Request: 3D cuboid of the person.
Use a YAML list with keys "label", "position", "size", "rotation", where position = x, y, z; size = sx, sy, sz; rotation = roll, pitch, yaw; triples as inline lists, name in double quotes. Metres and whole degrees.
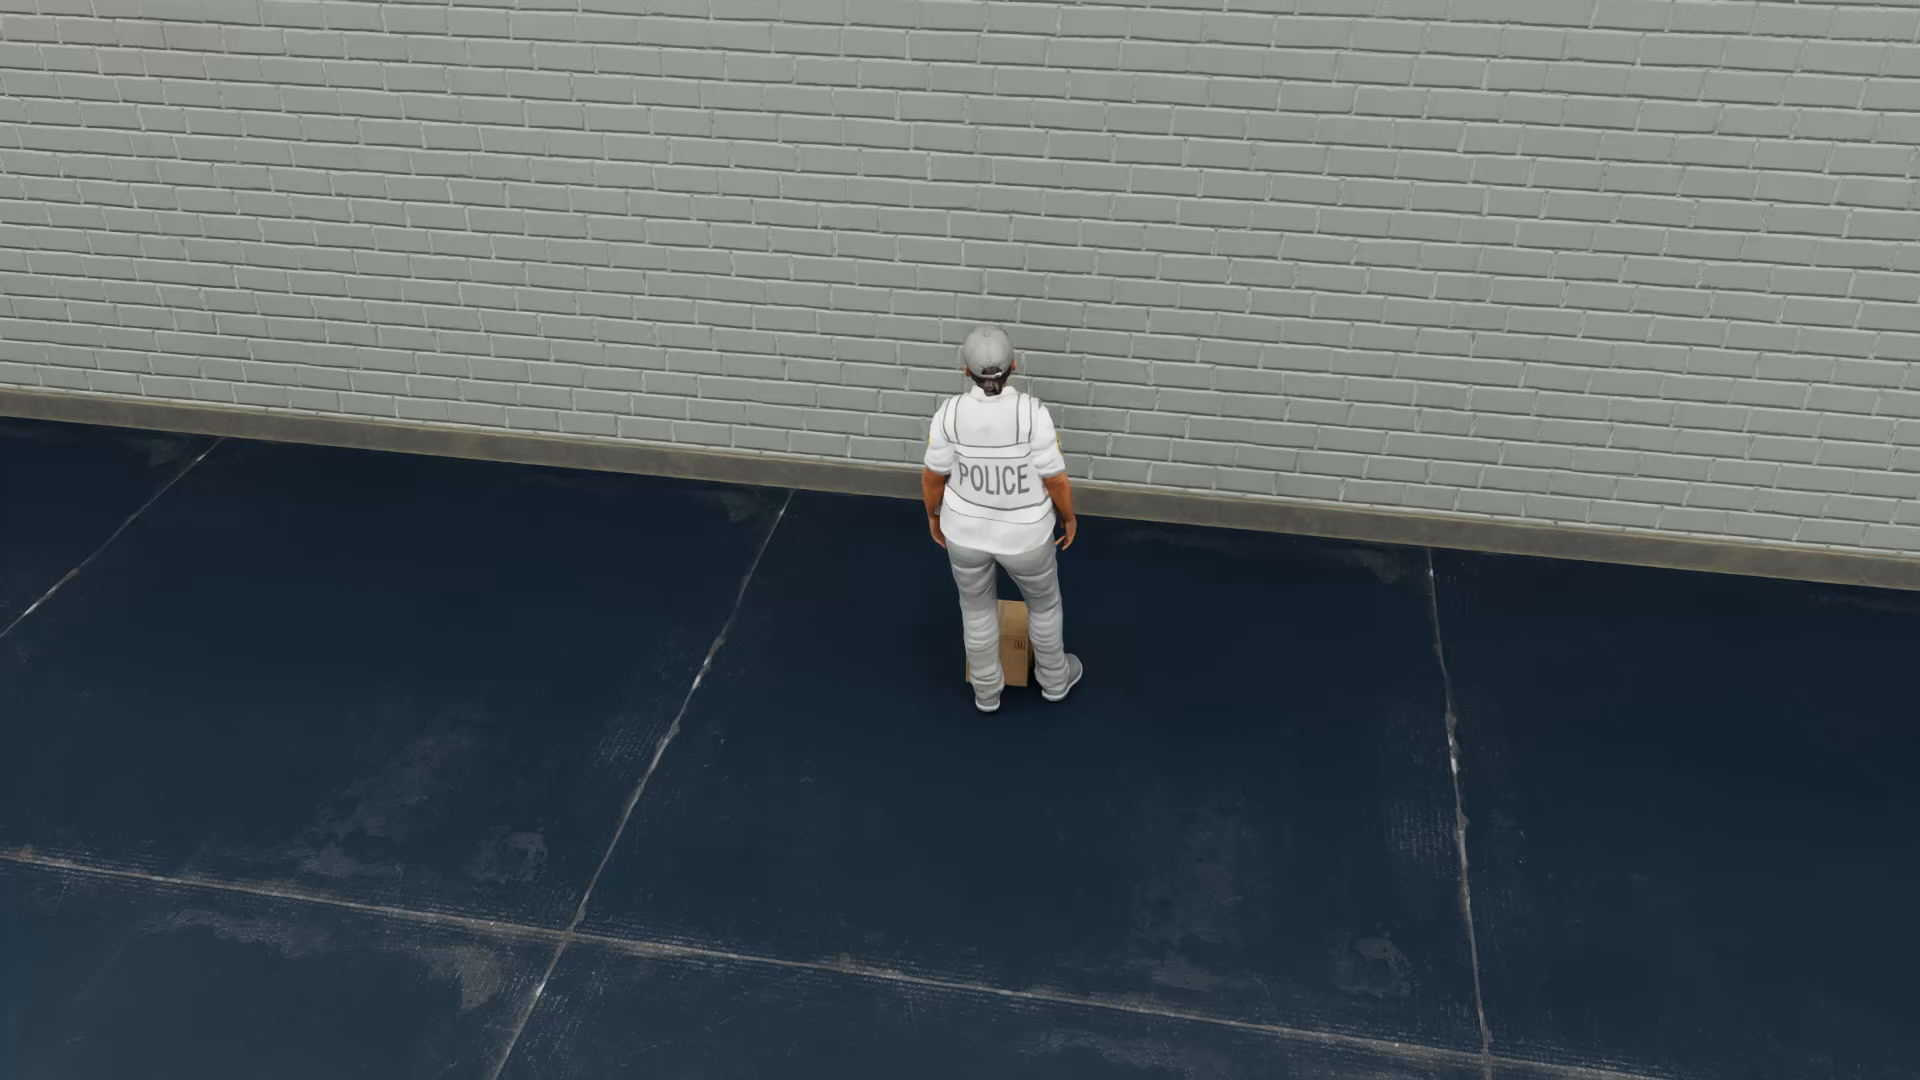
- label: "person"
  position: [0.175, -0.083, 6.244]
  size: [0.597, 1.670, 0.529]
  rotation: [5, 33, 8]
